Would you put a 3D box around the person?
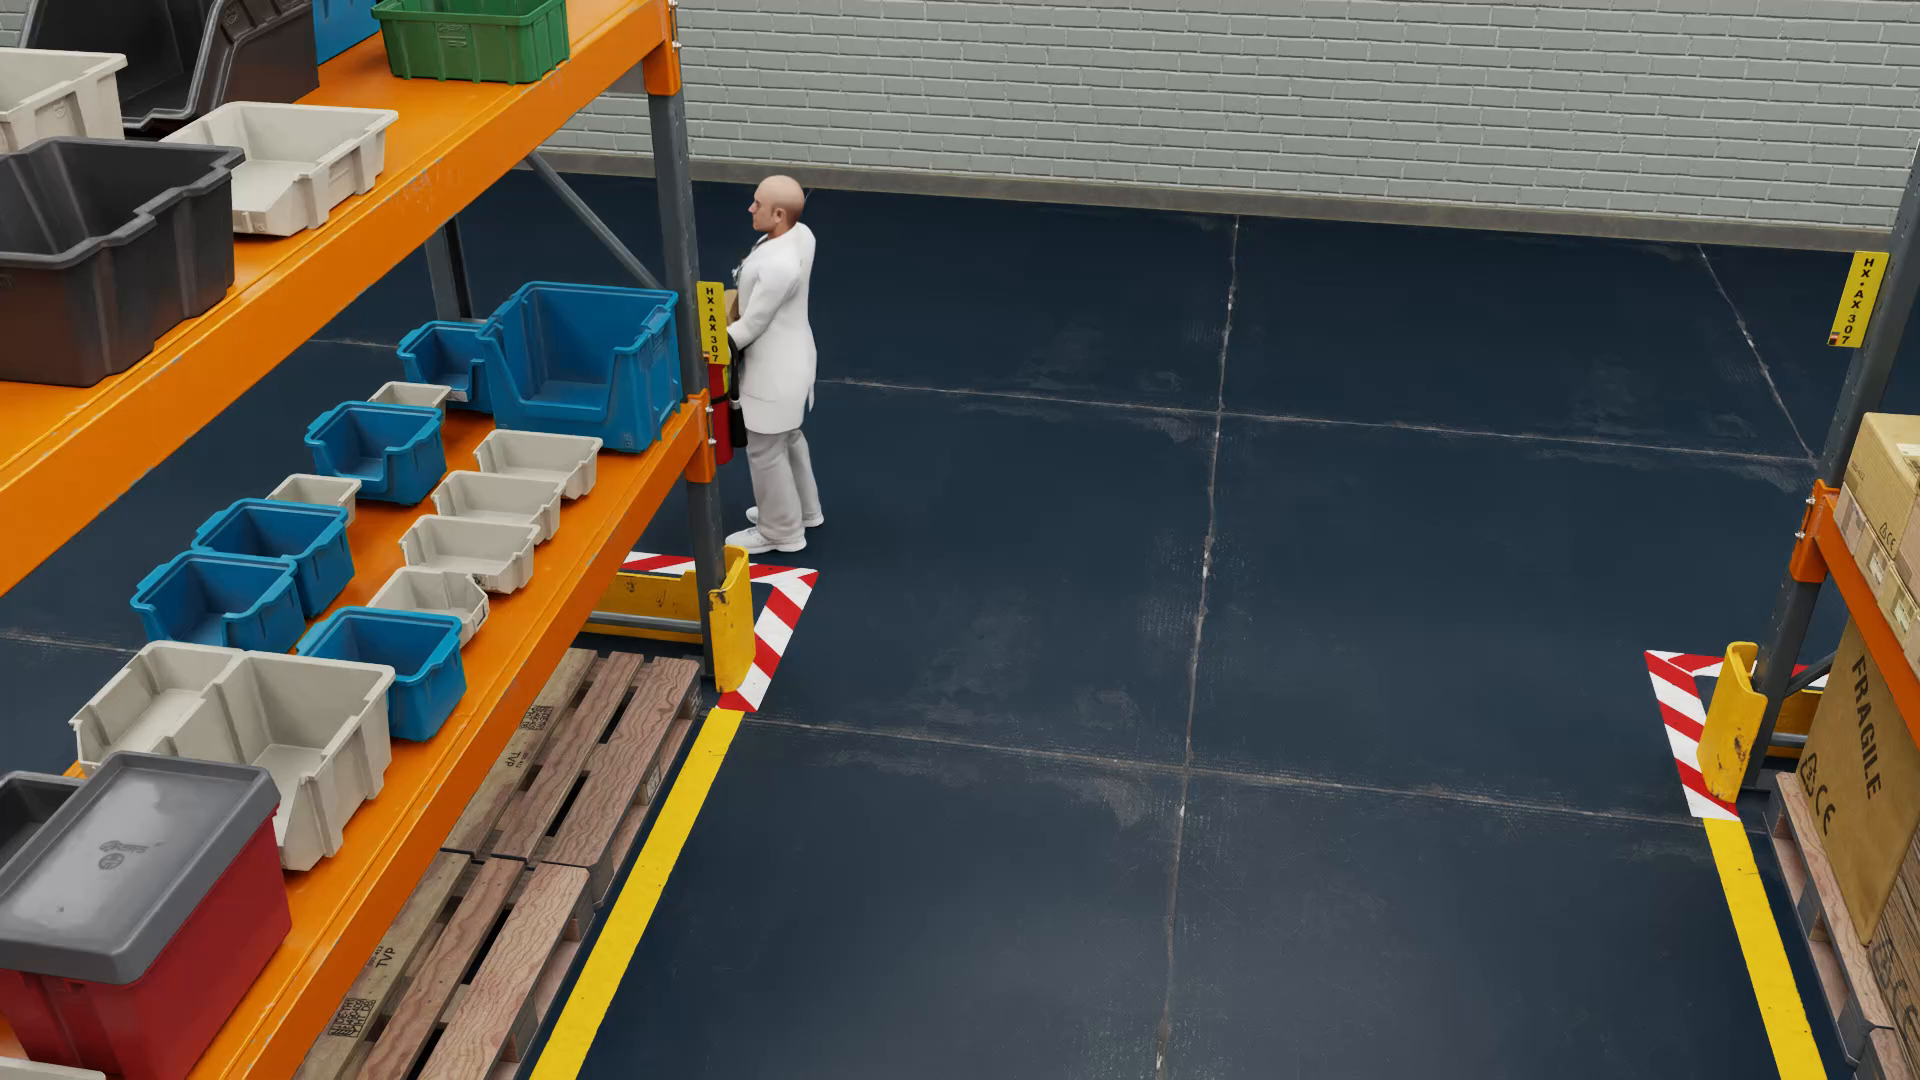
[{"bbox_3d":[-0.913,-0.768,7.385,0.556,1.775,0.528,2,32,4],"label":"person"}]
